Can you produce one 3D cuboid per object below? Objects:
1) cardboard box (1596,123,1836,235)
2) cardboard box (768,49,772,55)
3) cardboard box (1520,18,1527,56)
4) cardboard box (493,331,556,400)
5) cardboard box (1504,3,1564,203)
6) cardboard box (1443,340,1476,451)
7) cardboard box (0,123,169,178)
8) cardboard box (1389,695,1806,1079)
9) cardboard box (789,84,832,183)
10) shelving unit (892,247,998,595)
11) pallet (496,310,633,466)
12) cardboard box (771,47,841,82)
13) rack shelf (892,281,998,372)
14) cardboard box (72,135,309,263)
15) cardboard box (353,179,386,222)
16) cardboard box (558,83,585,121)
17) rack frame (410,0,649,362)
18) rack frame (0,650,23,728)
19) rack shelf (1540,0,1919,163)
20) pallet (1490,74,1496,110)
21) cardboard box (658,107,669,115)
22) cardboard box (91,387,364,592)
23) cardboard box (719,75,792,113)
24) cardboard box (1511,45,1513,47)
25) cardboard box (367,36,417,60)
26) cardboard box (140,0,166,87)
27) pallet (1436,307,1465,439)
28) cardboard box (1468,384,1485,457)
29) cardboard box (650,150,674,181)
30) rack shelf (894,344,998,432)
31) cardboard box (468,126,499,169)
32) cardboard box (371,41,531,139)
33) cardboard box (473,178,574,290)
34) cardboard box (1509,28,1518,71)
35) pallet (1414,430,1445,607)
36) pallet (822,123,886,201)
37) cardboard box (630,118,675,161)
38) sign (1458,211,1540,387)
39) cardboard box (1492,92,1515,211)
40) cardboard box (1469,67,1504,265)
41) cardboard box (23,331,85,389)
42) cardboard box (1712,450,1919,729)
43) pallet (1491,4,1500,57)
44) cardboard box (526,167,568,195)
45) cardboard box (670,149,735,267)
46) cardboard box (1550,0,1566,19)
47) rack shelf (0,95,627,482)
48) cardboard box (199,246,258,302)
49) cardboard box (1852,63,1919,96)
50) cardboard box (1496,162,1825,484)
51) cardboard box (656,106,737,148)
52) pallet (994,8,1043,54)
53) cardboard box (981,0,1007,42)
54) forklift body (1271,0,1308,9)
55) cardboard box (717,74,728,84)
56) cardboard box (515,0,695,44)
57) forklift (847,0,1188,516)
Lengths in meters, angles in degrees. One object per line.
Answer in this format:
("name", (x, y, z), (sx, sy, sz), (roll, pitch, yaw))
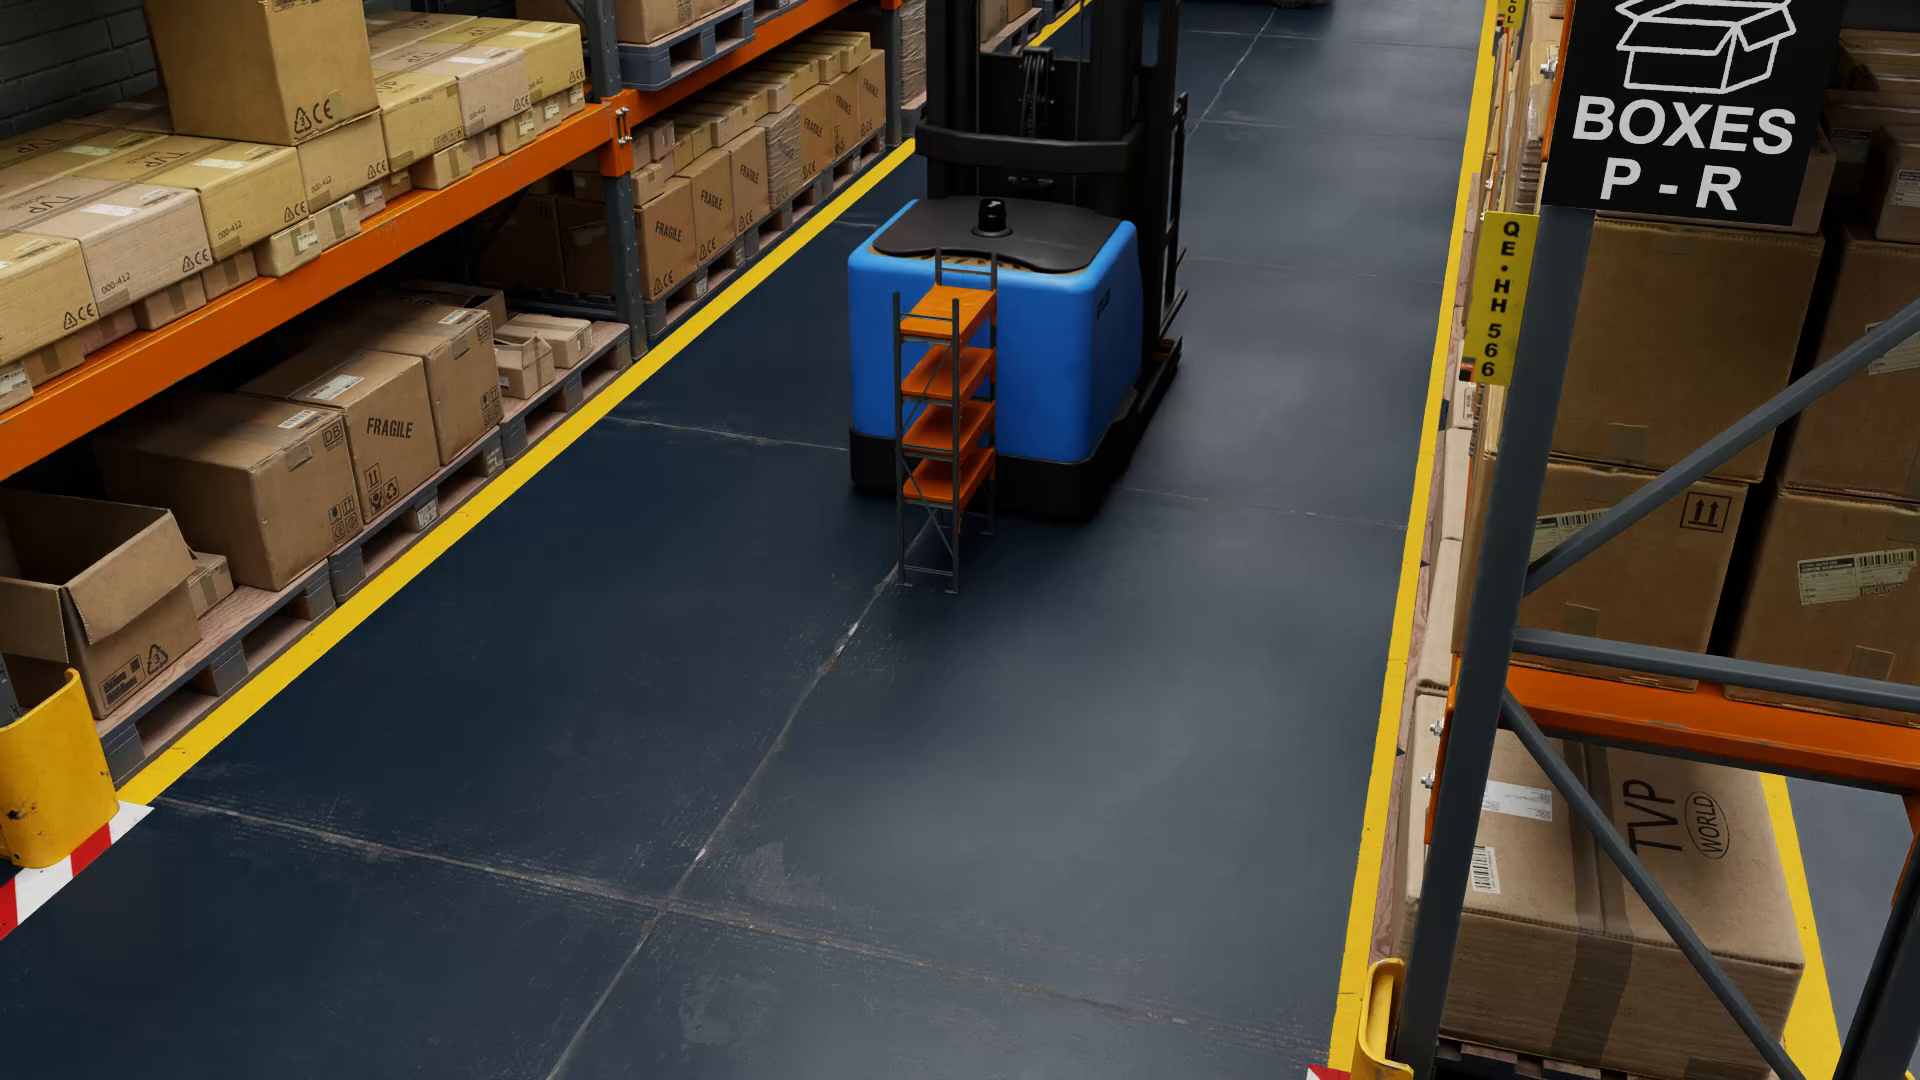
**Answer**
("cardboard box", (1.405, -0.698, 3.121), (0.380, 0.149, 0.250), (9, 30, 16))
("cardboard box", (-1.462, -3.220, 10.926), (0.380, 0.149, 0.250), (9, 30, 16))
("cardboard box", (2.294, -1.892, 5.934), (0.500, 0.500, 0.500), (9, 30, 15))
("cardboard box", (-2.069, -0.826, 7.530), (0.396, 0.266, 0.258), (10, 30, 17))
("cardboard box", (1.828, -1.187, 4.668), (0.500, 0.500, 0.500), (8, 30, 14))
("cardboard box", (2.378, -0.385, 6.561), (0.875, 0.438, 0.875), (8, 30, 14))
("cardboard box", (-3.072, -1.231, 5.725), (0.500, 0.250, 0.500), (9, 30, 16))
("cardboard box", (1.589, 0.876, 4.293), (0.875, 0.438, 0.875), (7, 30, 13))
("cardboard box", (-1.134, -2.553, 10.392), (0.500, 0.500, 0.500), (10, 31, 17))
("shelving unit", (-0.049, -0.447, 6.320), (0.258, 1.200, 0.503), (8, 30, 15))
("pallet", (-2.284, -0.767, 7.911), (1.003, 0.211, 1.213), (8, 30, 15))
("cardboard box", (-0.980, -3.025, 10.574), (0.380, 0.149, 0.250), (7, 30, 13))
("rack shelf", (-0.049, -0.791, 6.129), (0.258, 0.148, 0.480), (8, 30, 15))
("cardboard box", (-2.571, -1.153, 5.585), (0.500, 0.250, 0.500), (8, 30, 14))
("cardboard box", (-2.403, -1.296, 6.252), (0.380, 0.149, 0.250), (8, 30, 15))
("cardboard box", (-1.933, -2.010, 7.537), (0.380, 0.149, 0.250), (9, 30, 16))
("rack frame", (-2.081, -2.304, 7.807), (1.000, 3.000, 0.127), (8, 30, 15))
("rack frame", (-3.255, -0.446, 4.465), (1.000, 3.000, 0.127), (8, 30, 15))
("rack shelf", (2.078, -1.665, 4.312), (1.077, 0.370, 4.000), (8, 30, 15))
("pallet", (4.430, -3.166, 12.225), (1.003, 0.211, 1.213), (8, 30, 15))
("cardboard box", (-1.910, -2.499, 9.628), (0.380, 0.149, 0.250), (9, 30, 16))
("cardboard box", (-2.697, -0.199, 6.162), (0.700, 0.500, 0.500), (10, 31, 17))
("cardboard box", (-1.226, -2.660, 9.918), (0.380, 0.149, 0.250), (7, 30, 12))
("cardboard box", (3.020, -2.486, 8.287), (0.500, 0.250, 0.500), (8, 30, 15))
("cardboard box", (-2.625, -1.943, 7.006), (0.500, 0.250, 0.500), (8, 30, 14))
("cardboard box", (-2.773, -2.042, 6.413), (0.500, 0.500, 0.500), (8, 30, 13))
("pallet", (2.819, -0.749, 7.879), (1.003, 0.211, 1.213), (8, 30, 15))
("cardboard box", (1.683, -0.516, 4.489), (0.500, 0.500, 0.500), (9, 30, 16))
("cardboard box", (-1.714, -1.948, 8.637), (0.380, 0.149, 0.250), (8, 30, 13))
("rack shelf", (-0.049, -0.584, 6.244), (0.258, 0.148, 0.480), (8, 30, 15))
("cardboard box", (-2.145, -1.644, 6.878), (0.380, 0.149, 0.250), (9, 30, 16))
("cardboard box", (-2.130, -1.862, 6.861), (0.500, 0.250, 0.500), (9, 30, 15))
("cardboard box", (-2.220, -1.666, 8.798), (0.500, 0.500, 0.500), (8, 30, 15))
("cardboard box", (2.702, -2.224, 7.302), (0.500, 0.250, 0.500), (9, 30, 16))
("pallet", (2.367, -0.037, 6.599), (1.003, 0.211, 1.213), (8, 30, 15))
("pallet", (-1.162, -2.603, 11.212), (1.003, 0.211, 1.213), (8, 30, 15))
("cardboard box", (-1.691, -2.065, 8.543), (0.380, 0.149, 0.250), (7, 30, 12))
("sign", (0.976, -0.432, 3.007), (0.100, 0.325, 0.005), (8, 30, 15))
("cardboard box", (2.125, -1.228, 5.768), (0.500, 0.500, 0.500), (9, 30, 15))
("cardboard box", (3.291, -1.989, 8.993), (0.875, 0.875, 0.875), (9, 30, 15))
("cardboard box", (-2.866, -0.574, 4.955), (0.380, 0.149, 0.250), (9, 30, 16))
("cardboard box", (1.906, 0.035, 3.498), (0.500, 0.500, 0.500), (8, 30, 14))
("pallet", (5.176, -4.414, 14.468), (1.003, 0.211, 1.213), (8, 30, 15))
("cardboard box", (-2.249, -1.891, 8.536), (0.380, 0.149, 0.250), (7, 30, 13))
("cardboard box", (-1.577, -1.837, 9.106), (0.500, 0.500, 0.500), (8, 30, 14))
("cardboard box", (1.859, -1.547, 4.647), (0.380, 0.149, 0.250), (9, 30, 15))
("rack shelf", (-2.668, -1.061, 6.311), (1.077, 0.370, 4.000), (8, 30, 15))
("cardboard box", (-2.617, -0.934, 5.602), (0.380, 0.149, 0.250), (9, 30, 16))
("cardboard box", (2.054, -0.865, 3.421), (0.380, 0.149, 0.250), (9, 30, 16))
("cardboard box", (1.405, -0.478, 3.392), (0.500, 0.500, 0.500), (9, 30, 17))
("cardboard box", (-1.473, -2.309, 9.286), (0.380, 0.149, 0.250), (8, 30, 15))
("pallet", (0.088, -4.456, 14.542), (1.003, 0.211, 1.213), (8, 30, 15))
("cardboard box", (-0.111, -4.564, 13.880), (0.875, 0.625, 0.625), (8, 30, 14))
("forklift body", (2.628, -6.369, 15.986), (2.313, 2.155, 1.214), (8, 30, 15))
("cardboard box", (-1.657, -2.852, 10.263), (0.380, 0.149, 0.250), (8, 30, 14))
("cardboard box", (-1.725, -2.724, 8.027), (0.700, 0.500, 0.500), (9, 30, 16))
("forklift", (0.469, -2.079, 7.473), (1.130, 2.935, 3.031), (9, 30, 15))
